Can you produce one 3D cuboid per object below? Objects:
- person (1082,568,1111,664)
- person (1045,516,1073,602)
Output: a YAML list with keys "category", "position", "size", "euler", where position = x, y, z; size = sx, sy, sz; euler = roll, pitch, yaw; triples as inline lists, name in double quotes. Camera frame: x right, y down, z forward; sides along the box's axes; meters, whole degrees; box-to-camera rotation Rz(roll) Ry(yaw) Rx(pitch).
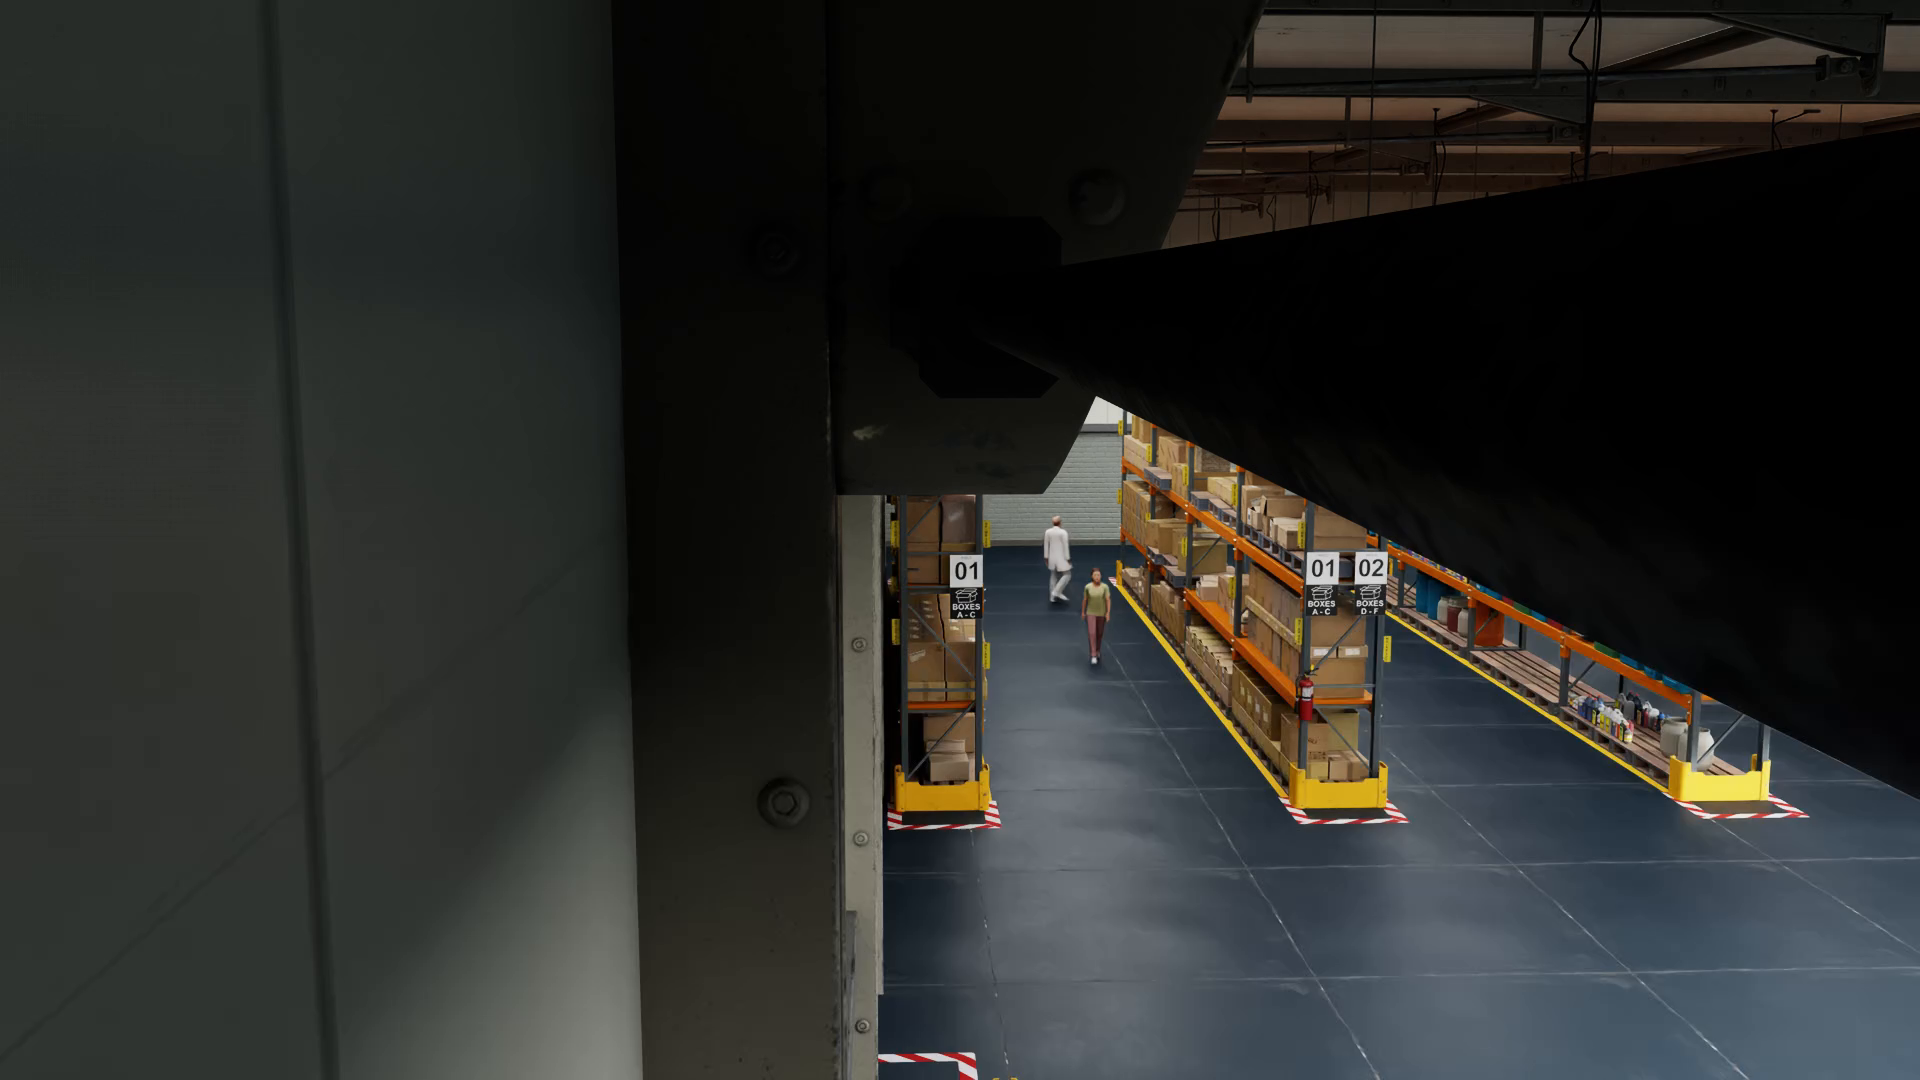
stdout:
- category: "person"
  position: [2.380, 1.286, 28.711]
  size: [0.463, 1.594, 1.068]
  euler: [-1, 8, -7]
- category: "person"
  position: [1.992, 0.394, 34.279]
  size: [0.609, 1.781, 0.550]
  euler: [6, 11, 37]
